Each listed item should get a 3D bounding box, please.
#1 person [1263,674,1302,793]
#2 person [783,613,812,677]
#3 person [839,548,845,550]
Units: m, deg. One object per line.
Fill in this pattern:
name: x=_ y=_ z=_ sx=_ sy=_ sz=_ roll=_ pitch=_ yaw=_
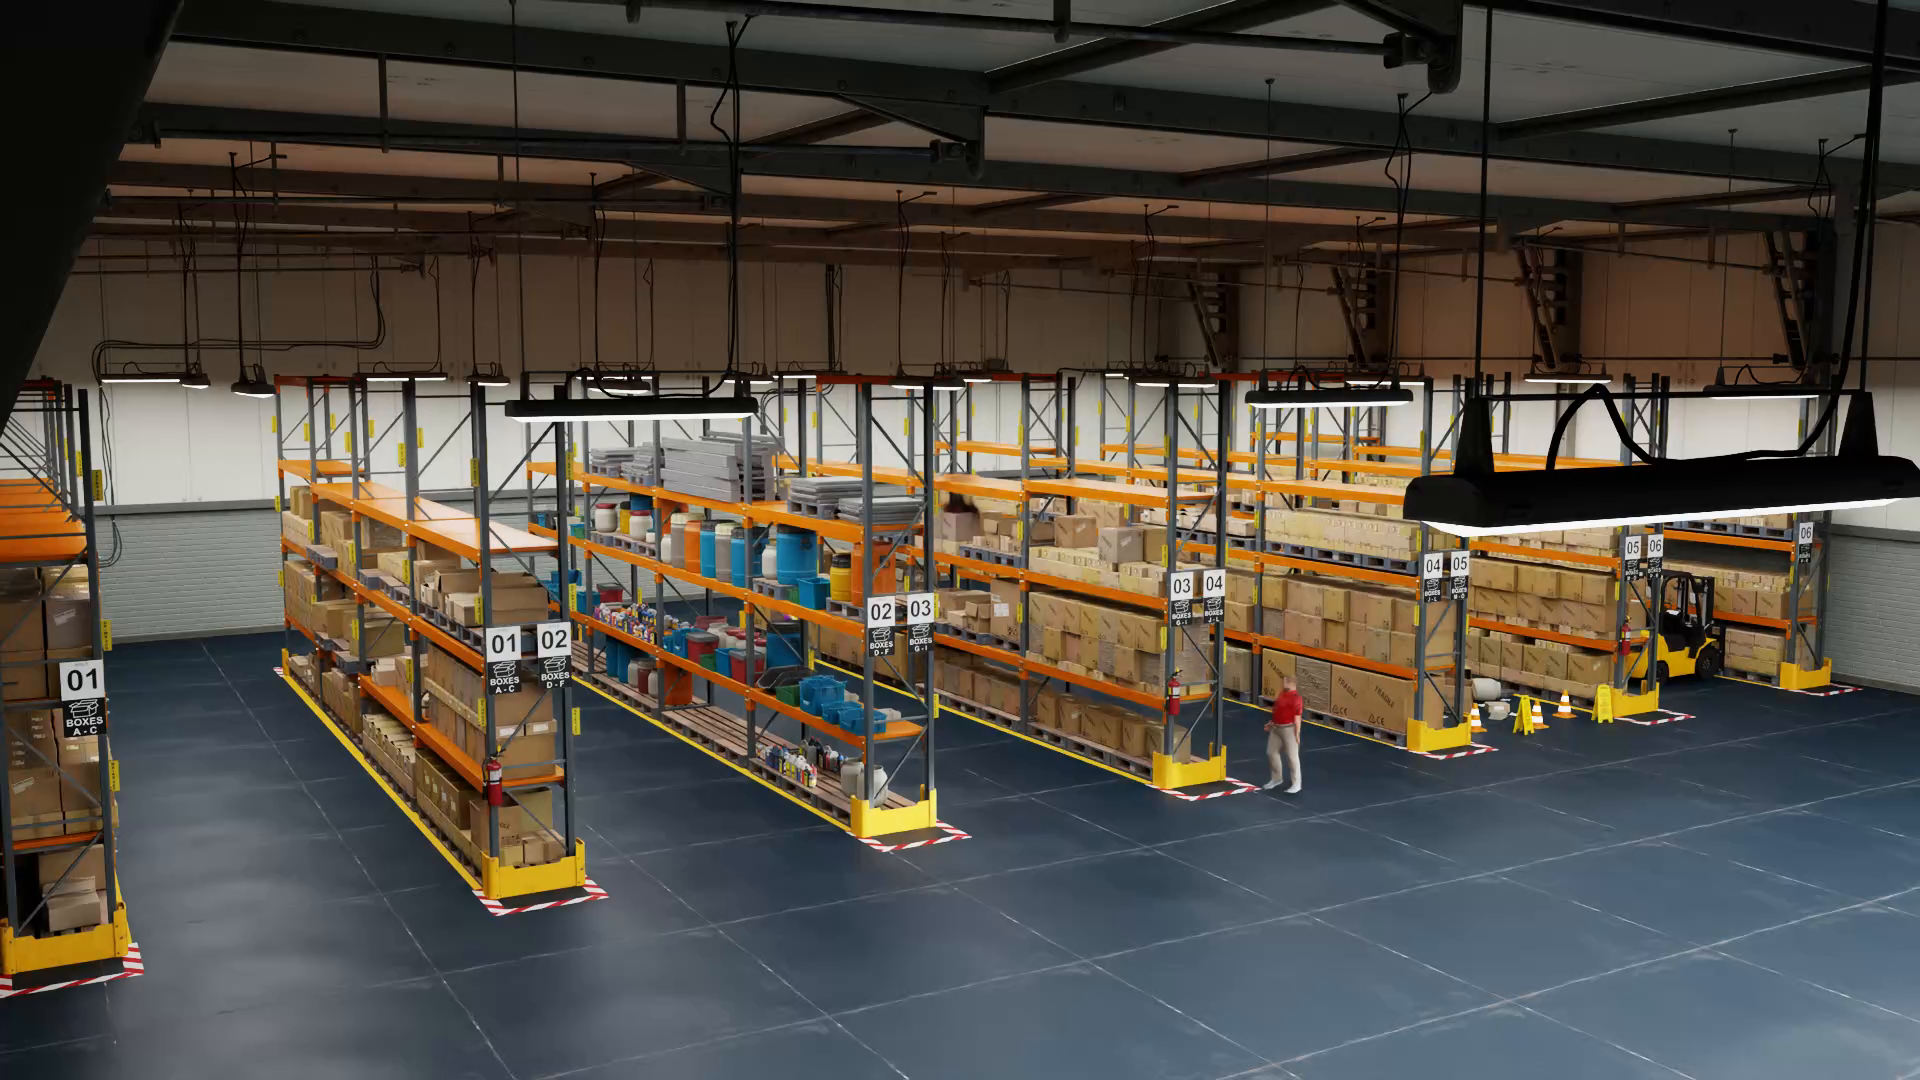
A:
person: x=4.728 y=2.820 z=24.349 sx=0.399 sy=1.767 sz=0.731 roll=-4 pitch=7 yaw=-31
person: x=-3.120 y=1.955 z=32.123 sx=0.576 sy=1.711 sz=1.008 roll=-4 pitch=7 yaw=-32
person: x=-2.878 y=1.007 z=41.086 sx=0.734 sy=1.652 sz=0.440 roll=-6 pitch=8 yaw=-42
